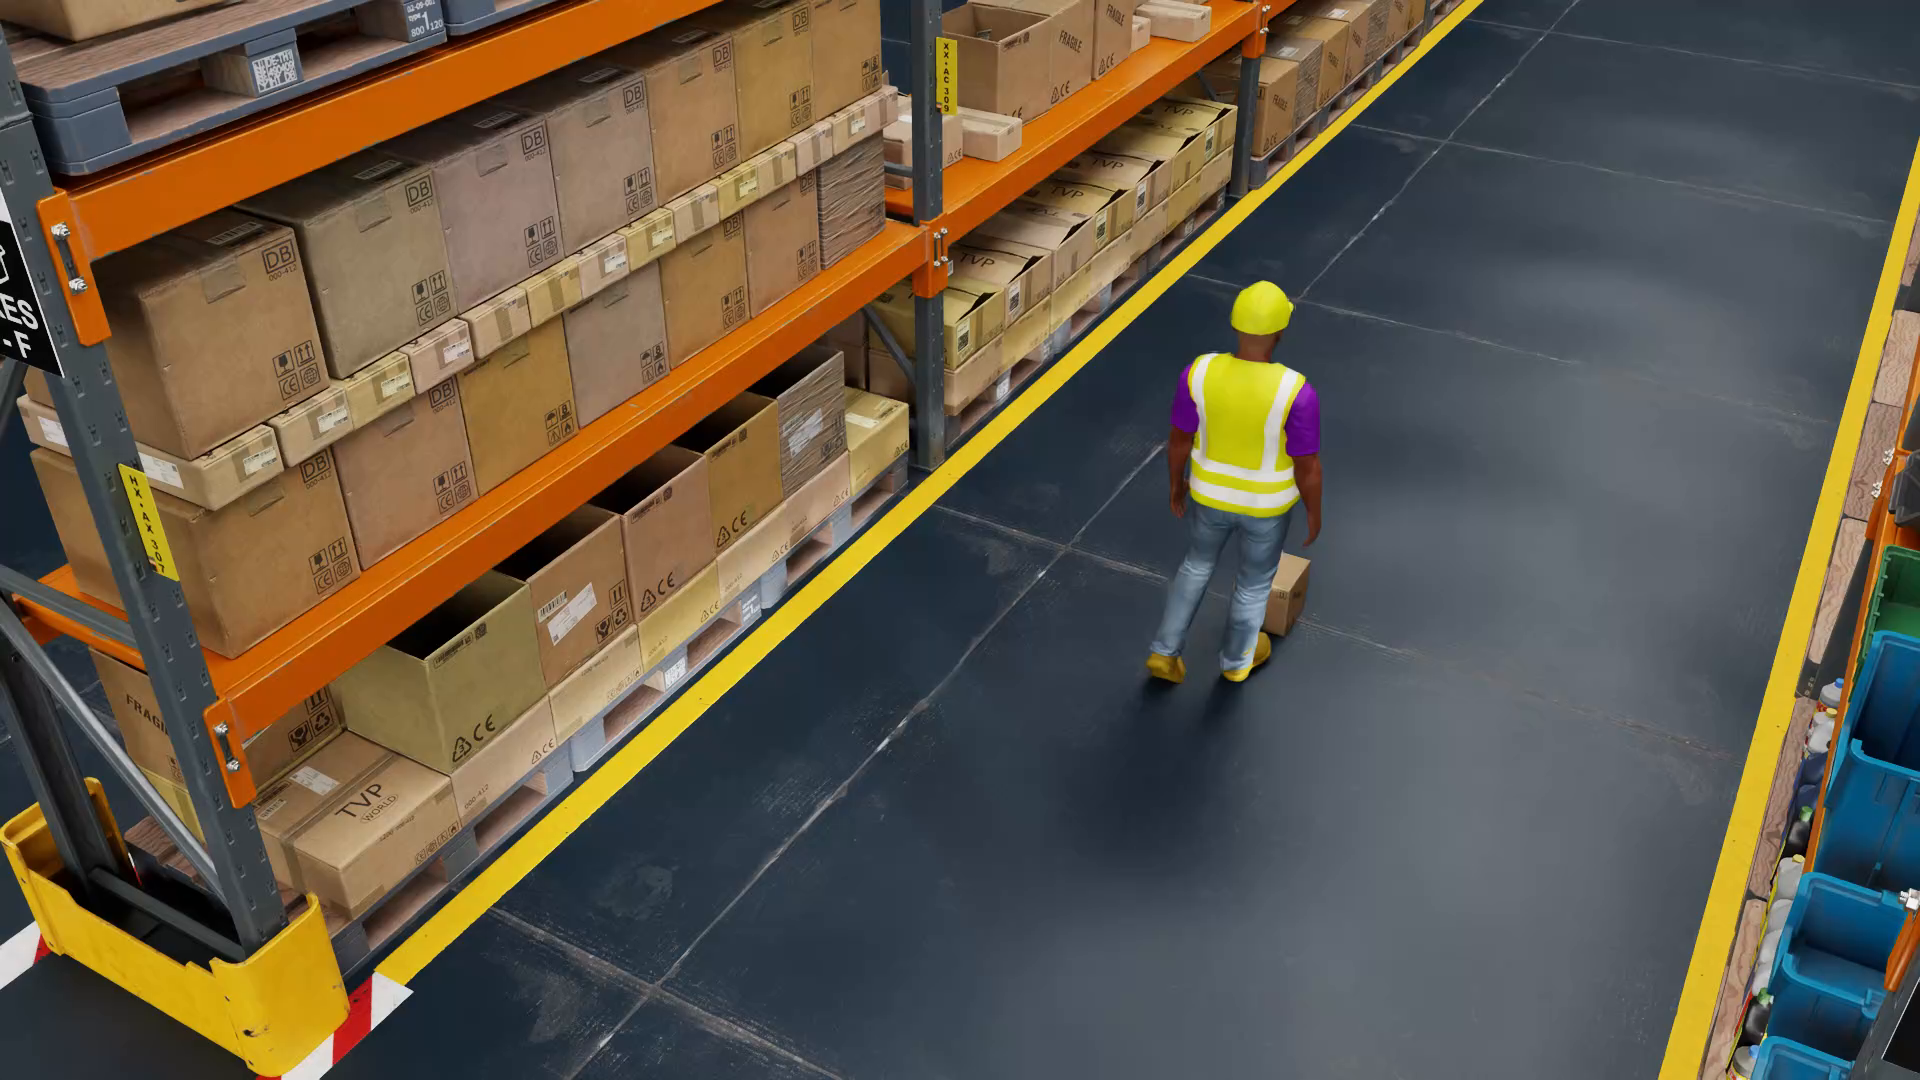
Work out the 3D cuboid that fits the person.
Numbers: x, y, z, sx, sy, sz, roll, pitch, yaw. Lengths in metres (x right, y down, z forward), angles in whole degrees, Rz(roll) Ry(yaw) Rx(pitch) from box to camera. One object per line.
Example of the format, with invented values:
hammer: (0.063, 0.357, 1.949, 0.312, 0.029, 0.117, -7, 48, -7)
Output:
person: (1.094, -0.167, 6.382, 0.600, 1.791, 0.542, 18, 38, 24)
